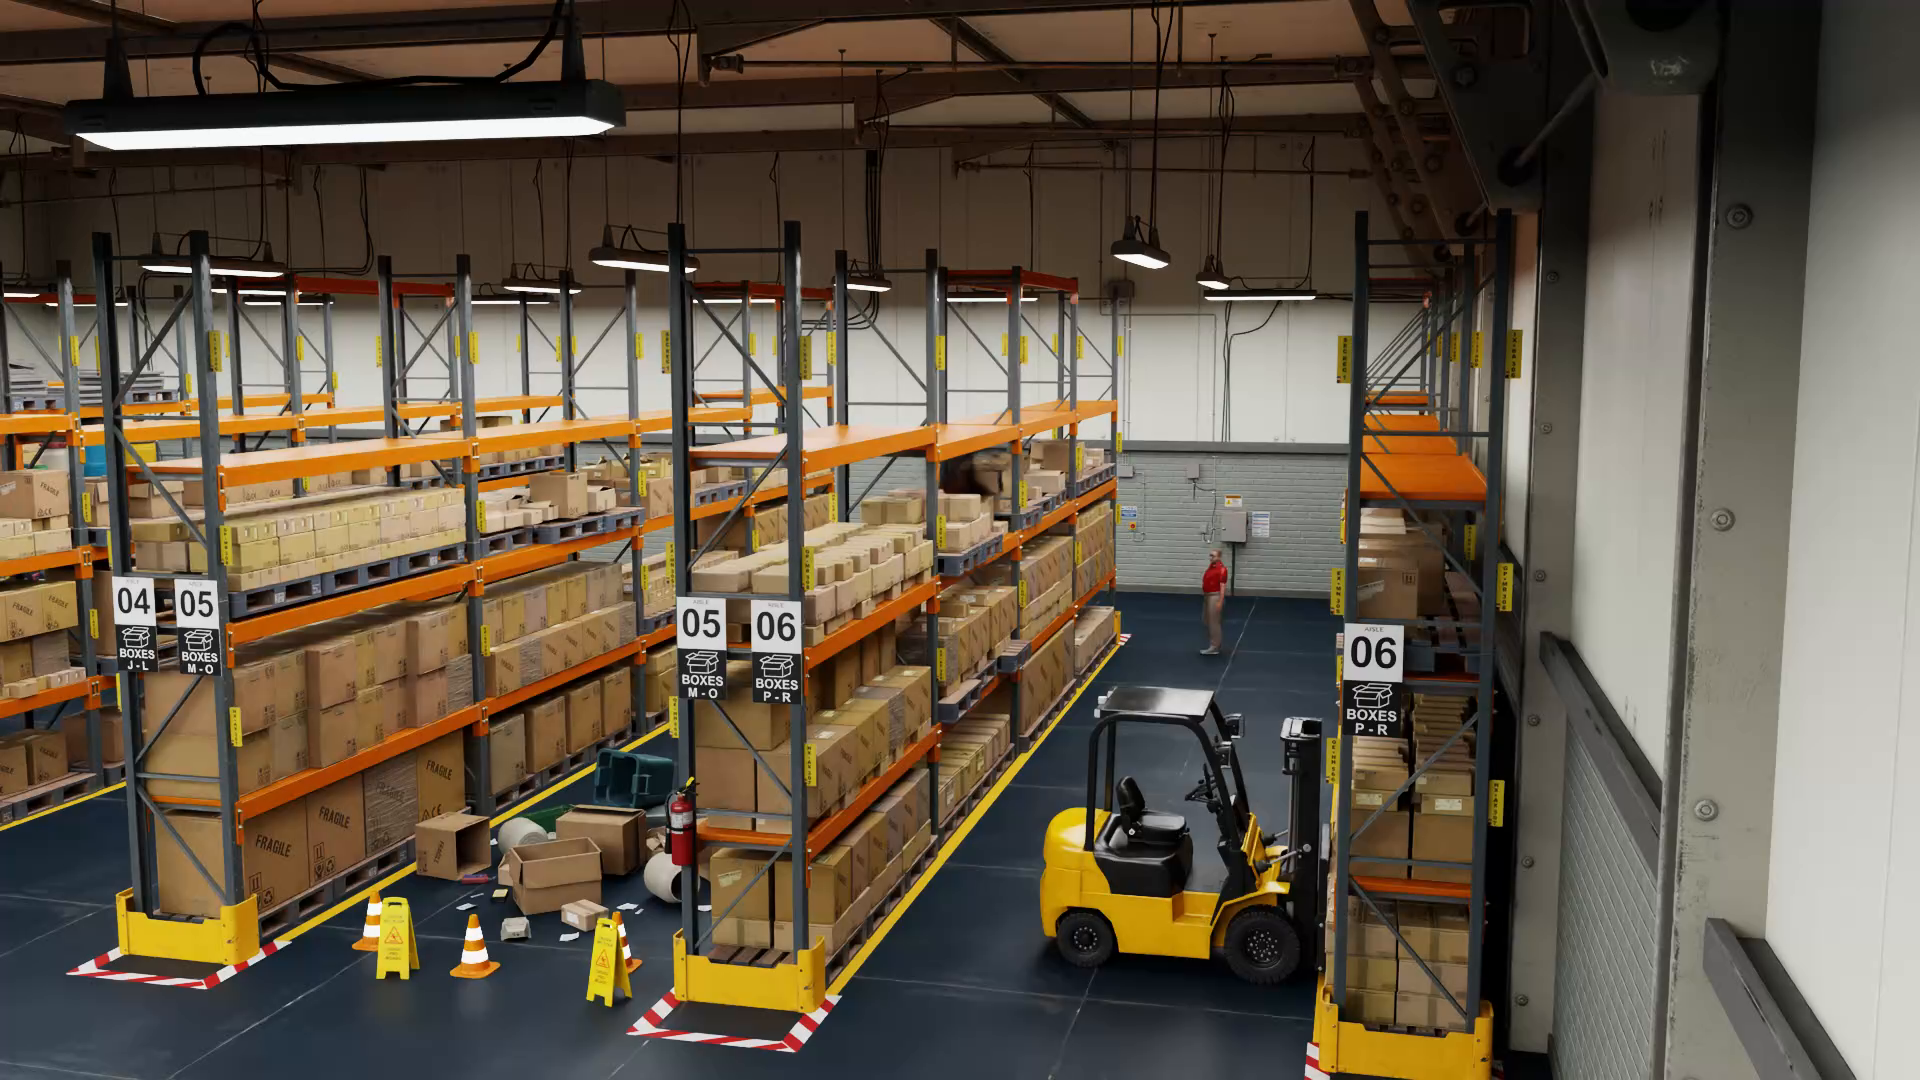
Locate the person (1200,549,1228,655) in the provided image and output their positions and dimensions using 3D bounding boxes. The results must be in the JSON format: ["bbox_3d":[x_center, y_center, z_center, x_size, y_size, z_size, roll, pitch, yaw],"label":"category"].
[{"bbox_3d":[4.131,1.022,27.160,0.439,1.756,0.594,0,7,-3],"label":"person"}]

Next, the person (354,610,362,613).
[{"bbox_3d":[-7.678,1.673,21.608,0.620,1.773,0.440,-5,9,-37],"label":"person"}]
